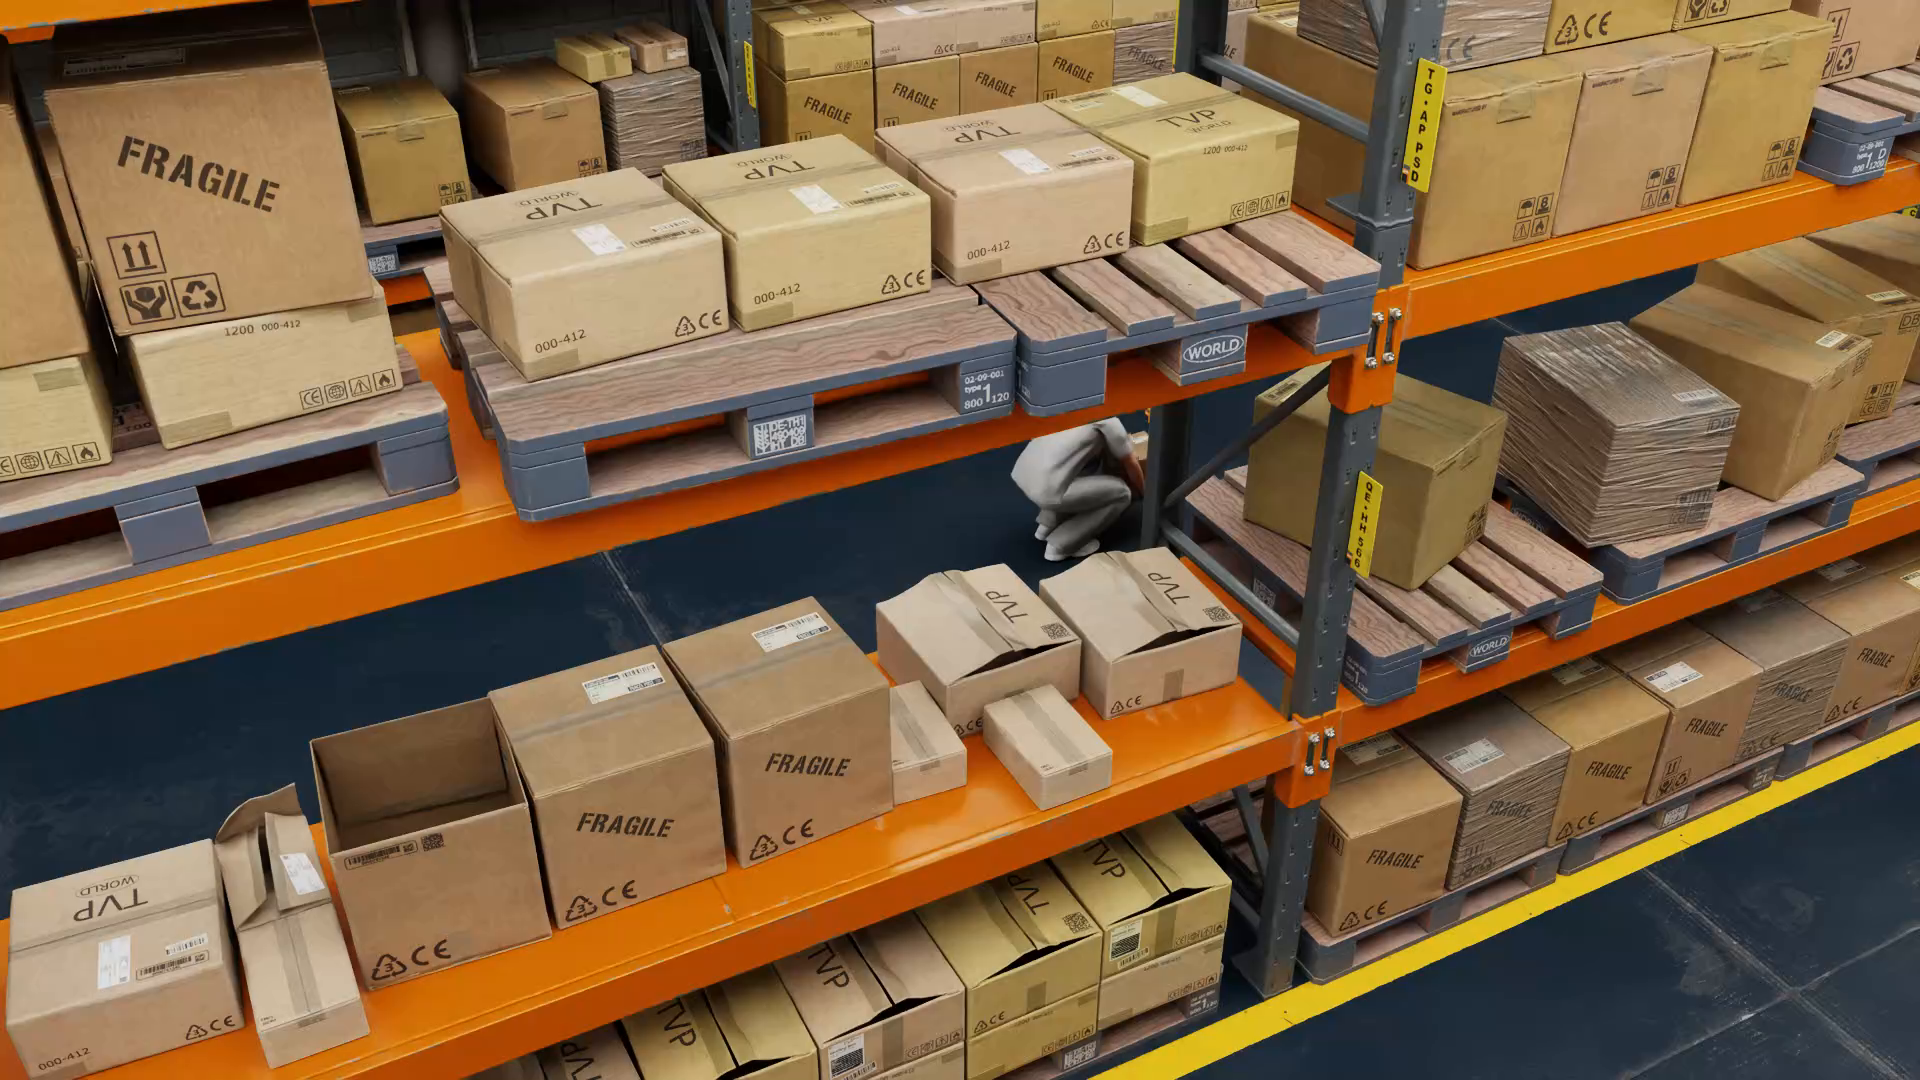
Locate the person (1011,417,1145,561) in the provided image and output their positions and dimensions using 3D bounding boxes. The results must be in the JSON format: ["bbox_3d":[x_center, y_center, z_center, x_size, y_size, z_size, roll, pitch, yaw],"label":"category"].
[{"bbox_3d":[0.639,-0.420,8.450,0.798,0.958,0.468,-17,37,-24],"label":"person"}]
